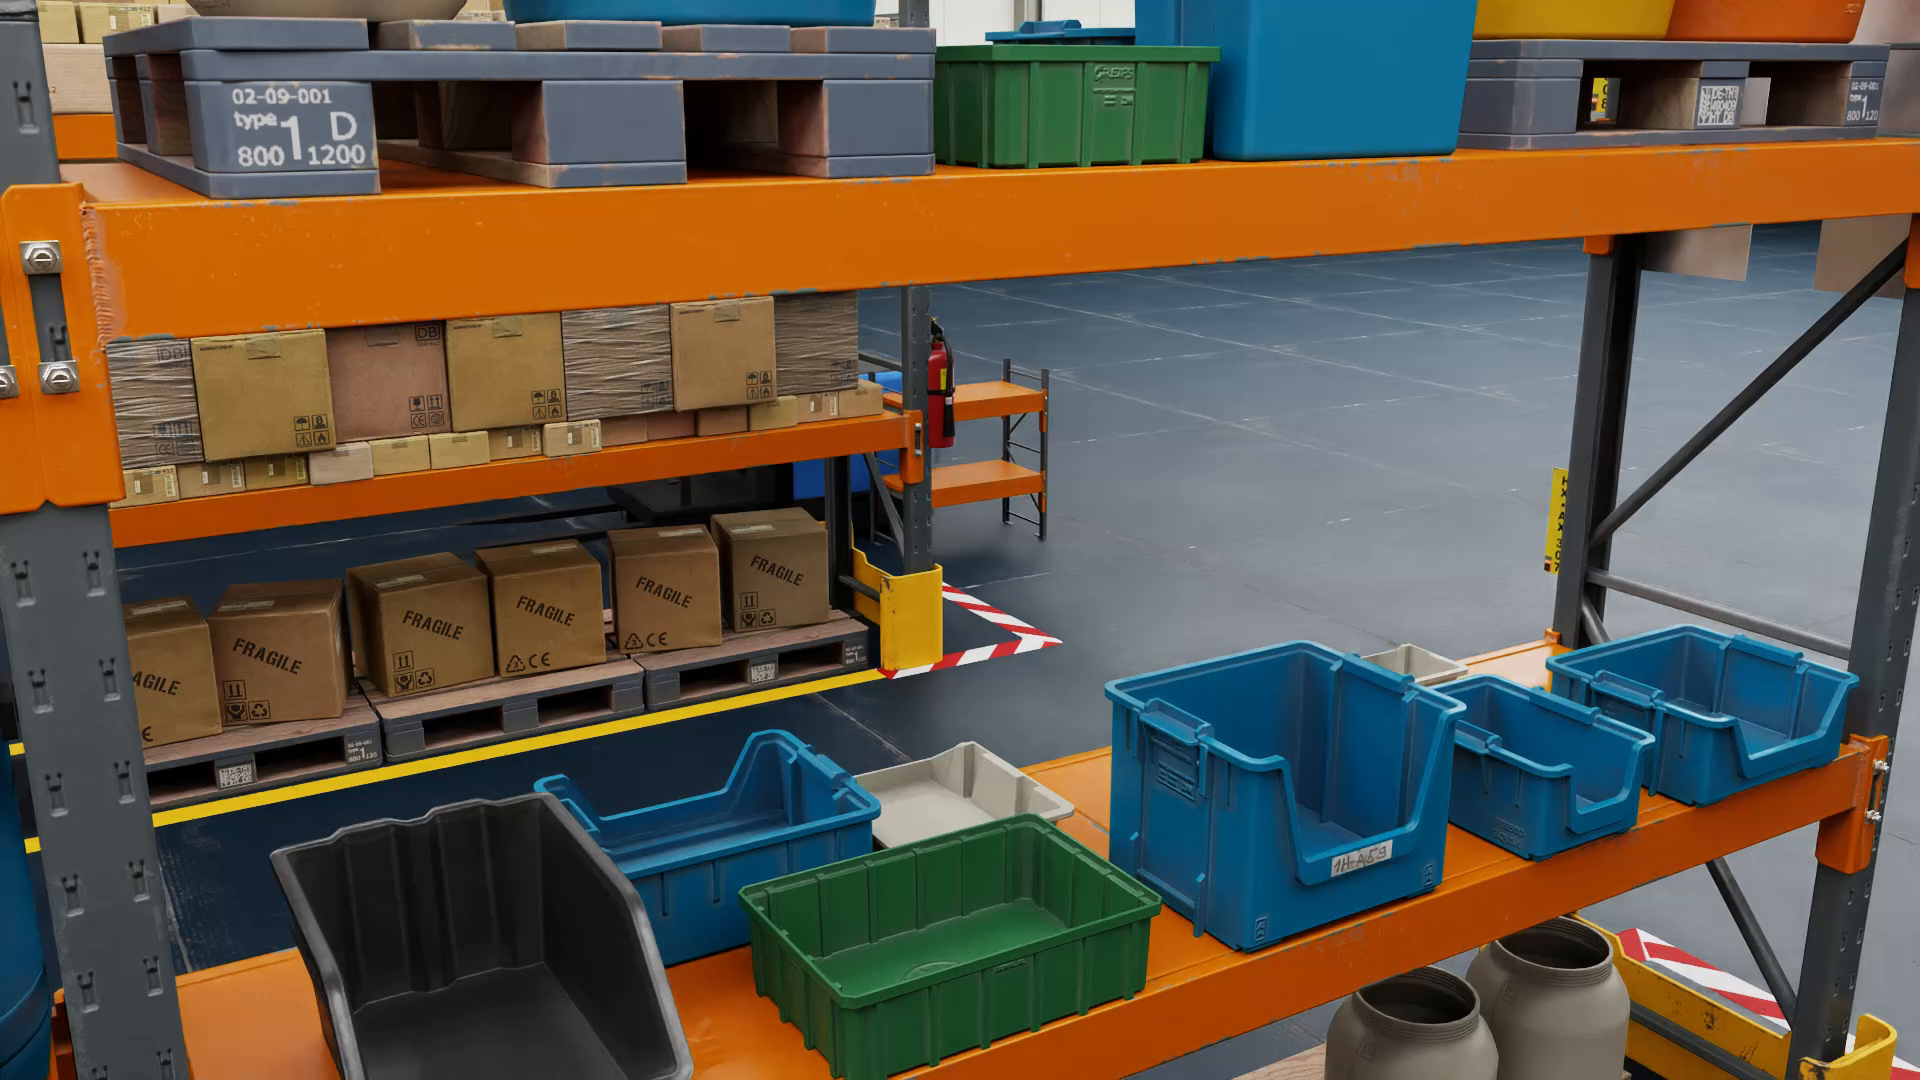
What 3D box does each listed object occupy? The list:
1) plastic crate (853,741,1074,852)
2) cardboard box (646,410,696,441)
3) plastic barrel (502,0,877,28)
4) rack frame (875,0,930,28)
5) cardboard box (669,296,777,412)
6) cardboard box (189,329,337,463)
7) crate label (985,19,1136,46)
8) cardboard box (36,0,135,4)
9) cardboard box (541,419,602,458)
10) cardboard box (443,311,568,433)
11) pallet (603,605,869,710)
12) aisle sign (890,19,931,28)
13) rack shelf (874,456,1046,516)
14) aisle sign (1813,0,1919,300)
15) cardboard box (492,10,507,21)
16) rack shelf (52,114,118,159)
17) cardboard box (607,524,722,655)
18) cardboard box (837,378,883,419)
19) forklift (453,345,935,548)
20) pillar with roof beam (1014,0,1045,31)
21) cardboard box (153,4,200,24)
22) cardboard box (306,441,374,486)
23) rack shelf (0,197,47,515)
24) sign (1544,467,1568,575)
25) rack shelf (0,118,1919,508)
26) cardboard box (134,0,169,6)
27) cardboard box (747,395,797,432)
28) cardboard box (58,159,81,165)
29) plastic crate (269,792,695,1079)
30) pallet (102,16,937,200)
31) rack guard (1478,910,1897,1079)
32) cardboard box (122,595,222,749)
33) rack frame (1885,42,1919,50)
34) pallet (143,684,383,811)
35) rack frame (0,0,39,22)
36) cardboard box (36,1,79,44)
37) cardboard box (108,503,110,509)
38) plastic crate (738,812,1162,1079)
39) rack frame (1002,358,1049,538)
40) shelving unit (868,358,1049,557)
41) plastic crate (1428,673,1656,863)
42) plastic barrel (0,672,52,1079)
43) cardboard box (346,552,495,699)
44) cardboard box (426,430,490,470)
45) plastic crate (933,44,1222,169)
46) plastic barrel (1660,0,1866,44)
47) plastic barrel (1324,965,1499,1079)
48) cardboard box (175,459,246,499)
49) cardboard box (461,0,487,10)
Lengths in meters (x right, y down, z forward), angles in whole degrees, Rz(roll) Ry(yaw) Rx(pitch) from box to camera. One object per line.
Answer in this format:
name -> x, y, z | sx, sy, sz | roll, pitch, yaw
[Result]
plastic crate -> -0.067, 0.608, 3.672 | 0.437, 0.136, 0.530 | -9, 18, -30
cardboard box -> -1.448, -0.591, 7.925 | 0.250, 0.149, 0.380 | -9, 18, -30
plastic barrel -> -0.420, -1.236, 2.498 | 0.708, 0.901, 0.600 | -9, 18, -30
rack frame -> -0.450, -3.825, 7.884 | 0.127, 3.000, 1.000 | -9, 18, -30
cardboard box -> -1.303, -0.961, 8.043 | 0.500, 0.500, 0.875 | -9, 18, -30
cardboard box -> -3.015, -0.681, 7.047 | 0.500, 0.500, 0.875 | -9, 18, -30
crate label -> 0.326, -0.980, 3.565 | 0.408, 0.251, 0.502 | -9, 18, -30
cardboard box -> -3.624, -2.378, 6.617 | 0.500, 0.500, 0.500 | -10, 18, -31
cardboard box -> -1.820, -0.495, 7.585 | 0.250, 0.149, 0.380 | -9, 18, -30
cardboard box -> -2.188, -0.834, 7.592 | 0.500, 0.500, 0.875 | -9, 18, -30
pallet -> -1.230, 0.521, 8.658 | 1.213, 0.211, 1.003 | -9, 18, -30
aisle sign -> -0.242, -2.127, 8.126 | 0.004, 0.787, 0.394 | -9, 18, -30
rack shelf -> -0.006, -0.305, 10.821 | 1.000, 0.278, 0.538 | -9, 18, -30
aisle sign -> 2.315, -0.984, 4.045 | 0.004, 0.787, 0.394 | -9, 18, -30
cardboard box -> -1.905, -2.183, 7.123 | 0.250, 0.149, 0.380 | -10, 19, -33
rack shelf -> -2.164, -1.756, 7.394 | 4.000, 0.370, 1.077 | -9, 18, -30
cardboard box -> -1.489, 0.239, 8.354 | 0.500, 0.500, 0.500 | -4, 16, -15
cardboard box -> -0.588, -0.728, 8.416 | 0.250, 0.149, 0.380 | -9, 18, -30
forklift -> -1.711, -1.429, 10.579 | 3.031, 2.935, 1.130 | -9, 18, -28
pillar with roof beam -> 3.329, -8.050, 22.954 | 0.400, 9.000, 9.100 | -9, 18, -30
cardboard box -> -3.004, -2.004, 6.484 | 0.250, 0.149, 0.380 | -9, 18, -29
cardboard box -> -2.674, -0.355, 7.084 | 0.250, 0.149, 0.380 | -9, 18, -30
rack shelf -> -3.042, -0.054, 1.322 | 4.000, 0.370, 1.077 | -9, 18, -30
sign -> 1.821, -0.052, 5.024 | 0.005, 0.325, 0.100 | -9, 18, -30
rack shelf -> 0.386, -0.610, 3.306 | 4.000, 0.370, 1.077 | -9, 18, -30
cardboard box -> -5.352, -3.381, 10.622 | 0.500, 0.250, 0.500 | -9, 18, -30
cardboard box -> -0.990, -0.647, 8.126 | 0.250, 0.149, 0.380 | -9, 18, -30
cardboard box -> -6.013, -2.178, 10.842 | 0.550, 0.550, 0.875 | -9, 18, -30
plastic crate -> -0.814, 0.752, 2.785 | 0.504, 0.338, 0.767 | -9, 18, -30
pallet -> -0.760, -0.711, 2.681 | 1.003, 0.211, 1.213 | -9, 18, -30
rack guard -> 2.060, 1.434, 4.866 | 0.348, 0.500, 1.175 | -9, 18, -30
cardboard box -> -3.515, 0.575, 7.156 | 0.500, 0.500, 0.500 | -10, 18, -31
rack frame -> 2.101, -2.679, 3.796 | 0.127, 3.000, 1.000 | -9, 18, -30
pallet -> -3.321, 0.861, 7.448 | 1.213, 0.211, 1.003 | -9, 18, -30
rack frame -> -1.328, -2.123, 1.812 | 0.127, 3.000, 1.000 | -9, 18, -30
cardboard box -> -3.442, -1.918, 6.178 | 0.250, 0.149, 0.380 | -10, 18, -31
cardboard box -> -3.540, -0.220, 6.602 | 0.250, 0.149, 0.380 | -9, 18, -30
plastic crate -> -0.019, 0.744, 3.091 | 0.662, 0.188, 0.450 | -9, 18, -30
rack frame -> 0.430, -0.611, 11.007 | 0.032, 1.125, 0.500 | -9, 18, -30
shelving unit -> -0.006, -0.541, 10.755 | 1.048, 1.125, 0.538 | -9, 18, -30
plastic crate -> 1.266, 0.509, 3.813 | 0.408, 0.251, 0.499 | -9, 18, -30
plastic barrel -> -1.815, 0.508, 2.613 | 0.708, 0.901, 0.600 | -9, 18, -30
cardboard box -> -2.537, 0.389, 7.819 | 0.500, 0.500, 0.500 | -11, 19, -35
cardboard box -> -2.261, -0.431, 7.357 | 0.250, 0.149, 0.380 | -9, 18, -30
plastic crate -> 0.165, -0.733, 2.803 | 0.450, 0.188, 0.336 | -9, 18, -30
plastic barrel -> 1.750, -1.547, 3.740 | 0.708, 0.830, 0.600 | -9, 18, -30
plastic barrel -> 1.146, 1.384, 4.246 | 0.421, 0.512, 0.421 | 0, 16, 0
cardboard box -> -3.119, -0.293, 6.862 | 0.250, 0.149, 0.380 | -9, 18, -30
cardboard box -> -3.623, -3.662, 11.622 | 0.500, 0.250, 0.500 | -9, 18, -30
